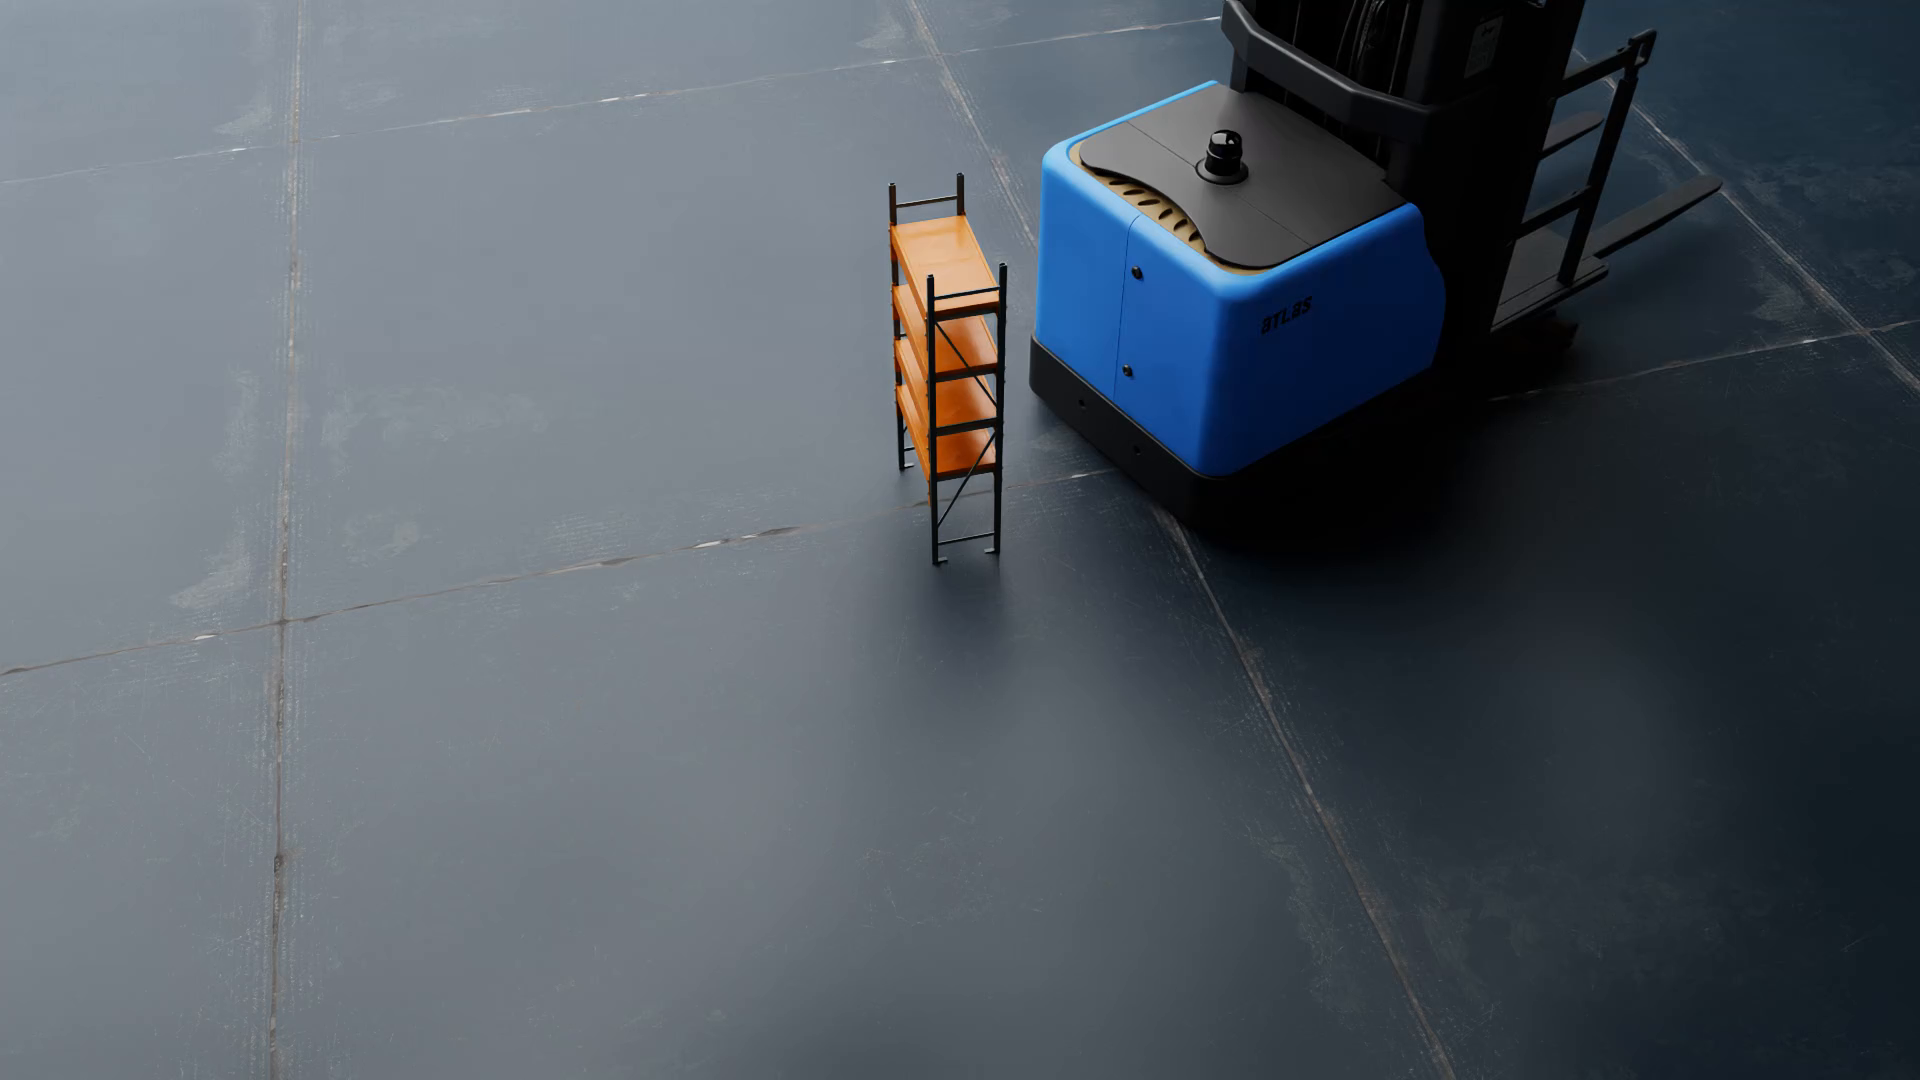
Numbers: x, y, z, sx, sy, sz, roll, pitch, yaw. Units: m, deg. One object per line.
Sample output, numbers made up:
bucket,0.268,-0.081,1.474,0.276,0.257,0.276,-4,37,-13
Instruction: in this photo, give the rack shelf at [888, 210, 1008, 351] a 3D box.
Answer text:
rack shelf,-0.042,-0.809,5.153,0.258,0.148,0.480,-11,47,-10

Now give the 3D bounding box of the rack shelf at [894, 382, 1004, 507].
rack shelf,-0.042,-0.348,5.623,0.258,0.148,0.480,-11,47,-10

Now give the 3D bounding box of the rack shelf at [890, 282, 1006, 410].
rack shelf,-0.042,-0.644,5.322,0.258,0.148,0.480,-11,47,-10

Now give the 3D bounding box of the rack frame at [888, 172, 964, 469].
rack frame,-0.105,-0.703,5.599,0.240,1.200,0.015,-11,47,-10

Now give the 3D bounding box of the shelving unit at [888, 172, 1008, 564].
shelving unit,-0.042,-0.534,5.433,0.258,1.200,0.503,-11,47,-10

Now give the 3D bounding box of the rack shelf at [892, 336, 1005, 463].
rack shelf,-0.042,-0.487,5.482,0.258,0.148,0.480,-11,47,-10

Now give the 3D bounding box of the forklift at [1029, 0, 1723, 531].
forklift,1.749,-1.915,5.575,3.031,2.935,1.130,-28,52,-24

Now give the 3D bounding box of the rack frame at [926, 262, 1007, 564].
rack frame,0.020,-0.366,5.268,0.240,1.200,0.015,-11,47,-10
